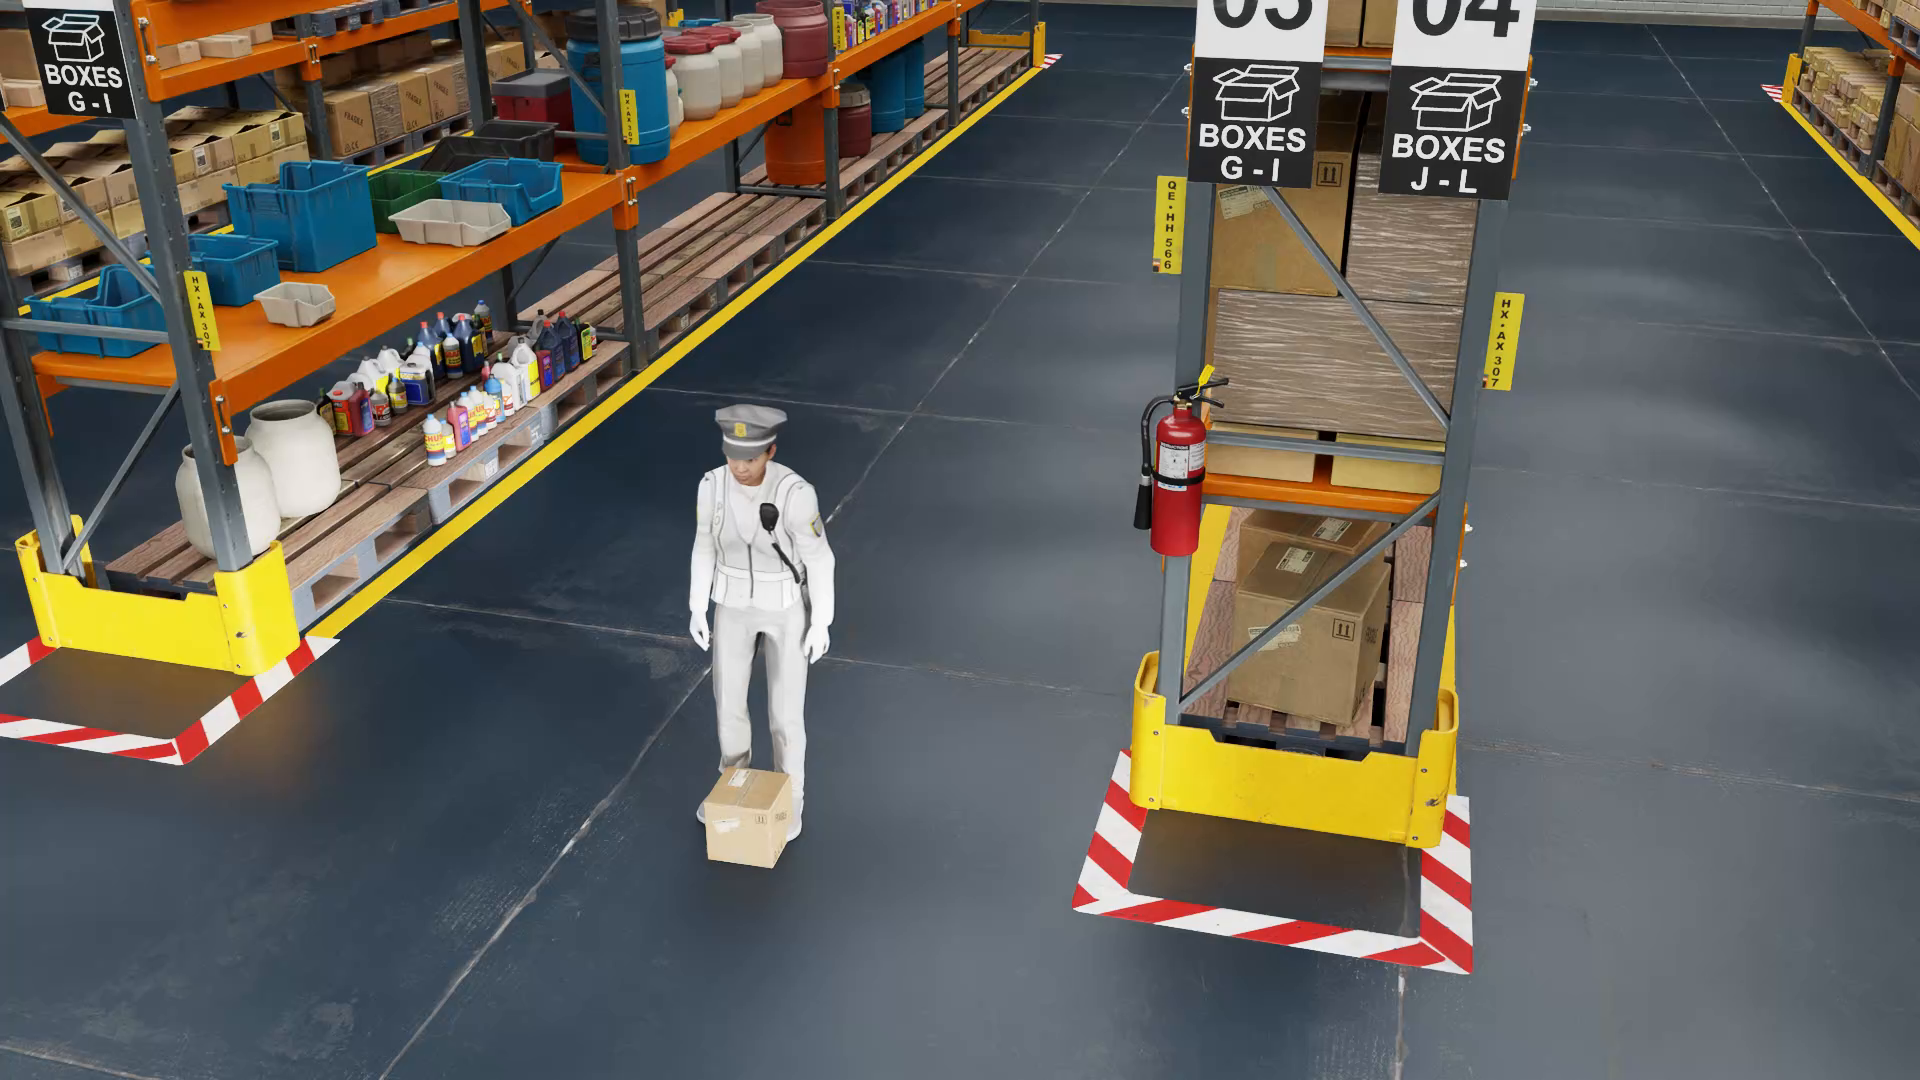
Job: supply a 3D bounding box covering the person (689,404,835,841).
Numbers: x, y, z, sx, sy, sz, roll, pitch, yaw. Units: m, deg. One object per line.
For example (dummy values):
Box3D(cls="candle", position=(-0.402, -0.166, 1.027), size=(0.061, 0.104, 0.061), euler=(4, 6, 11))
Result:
Box3D(cls="person", position=(-0.720, 0.287, 6.003), size=(0.539, 1.663, 0.405), euler=(6, 26, 12))
